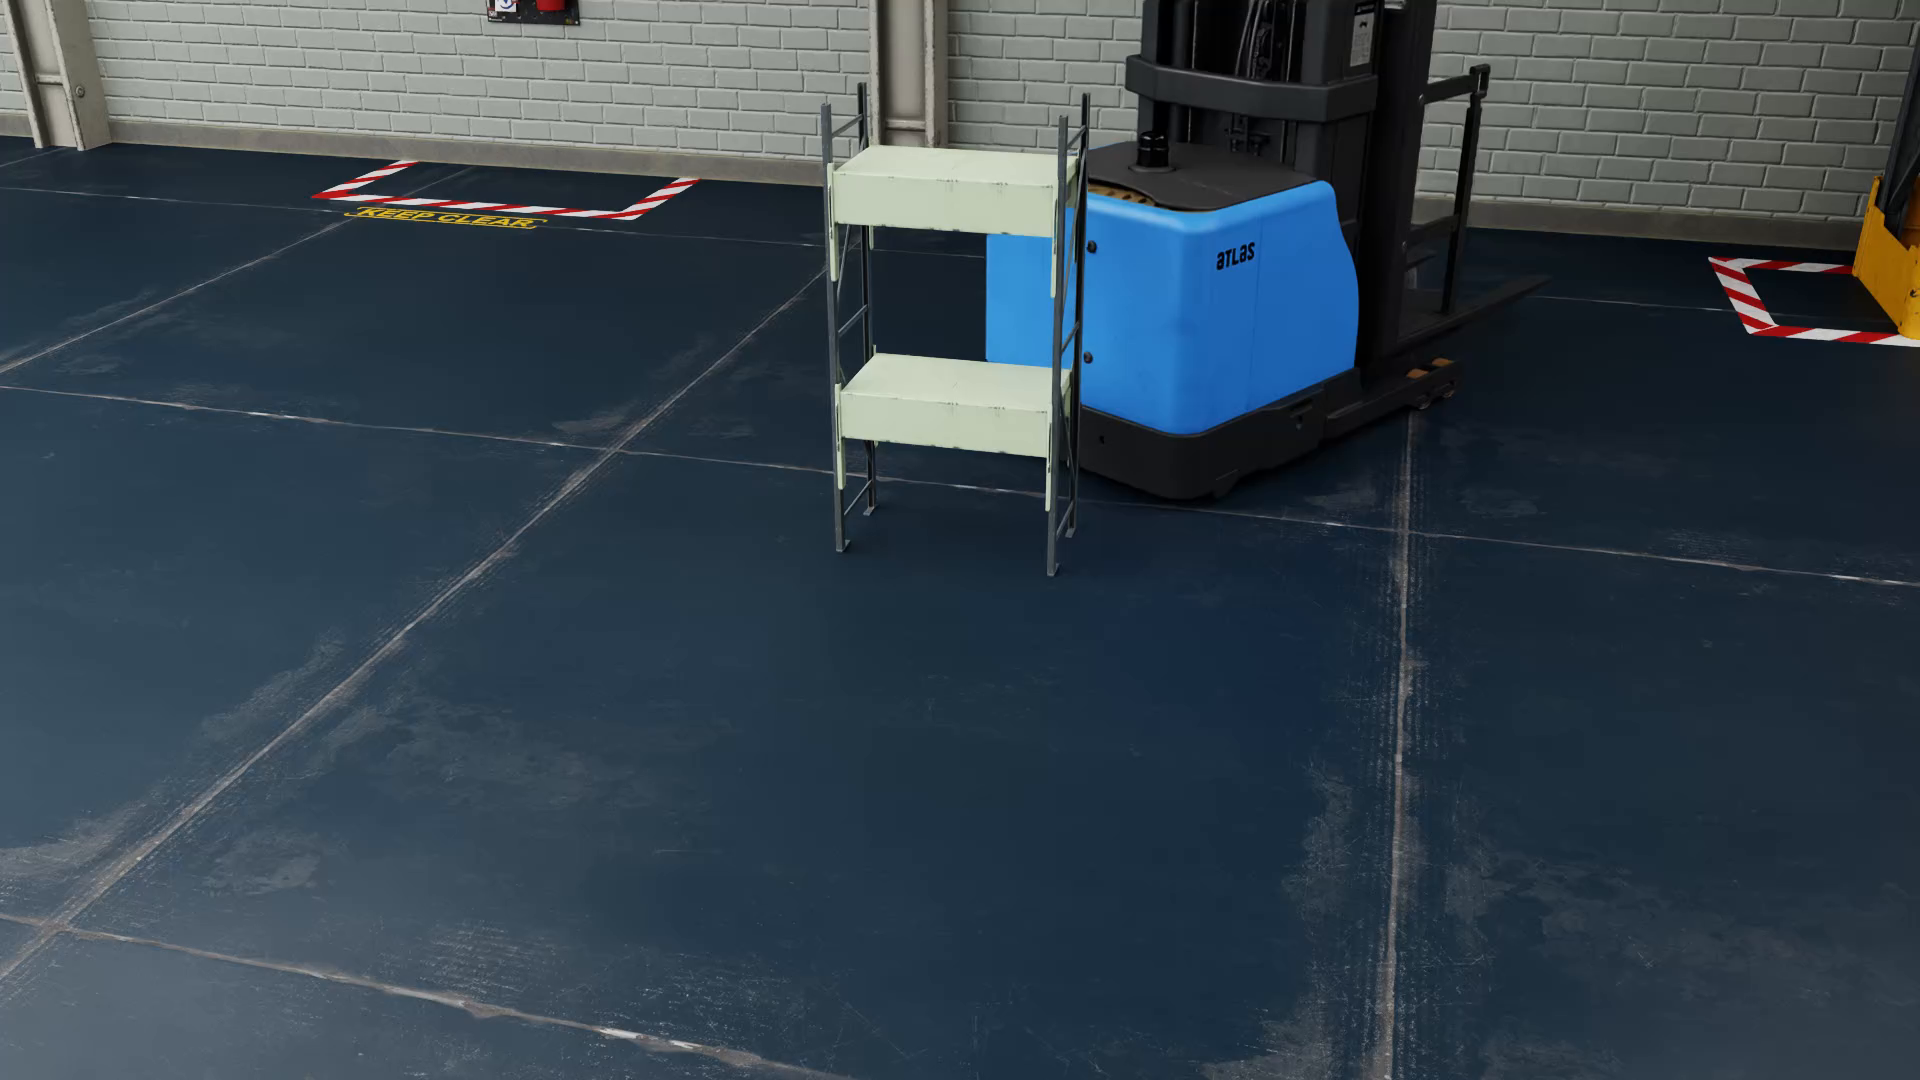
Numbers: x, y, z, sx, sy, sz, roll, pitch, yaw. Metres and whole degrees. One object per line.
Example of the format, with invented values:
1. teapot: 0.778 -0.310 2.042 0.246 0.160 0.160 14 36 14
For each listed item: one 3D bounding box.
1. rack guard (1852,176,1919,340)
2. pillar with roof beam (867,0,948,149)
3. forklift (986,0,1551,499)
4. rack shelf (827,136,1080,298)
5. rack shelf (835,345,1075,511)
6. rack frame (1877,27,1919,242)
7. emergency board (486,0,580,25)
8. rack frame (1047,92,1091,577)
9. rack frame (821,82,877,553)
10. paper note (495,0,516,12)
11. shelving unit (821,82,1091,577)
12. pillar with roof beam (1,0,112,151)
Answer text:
1. rack guard: 4.689 -1.382 8.072 0.348 0.500 1.175 6 26 13
2. pillar with roof beam: -1.375 -4.363 4.445 0.400 9.000 9.100 6 26 13
3. forklift: 1.480 -2.002 6.545 1.130 2.935 3.031 23 34 40
4. rack shelf: -0.006 -1.030 5.261 0.720 0.370 0.431 6 26 13
5. rack shelf: -0.006 -0.384 5.569 0.720 0.370 0.431 6 26 13
6. rack frame: 4.615 -2.519 7.551 0.127 3.000 1.000 6 26 13
7. emergency board: -2.686 -3.727 10.089 0.643 1.169 0.194 6 26 13
8. rack frame: 0.348 -0.639 5.347 0.023 1.500 0.400 6 26 13
9. rack frame: -0.361 -0.717 5.511 0.023 1.500 0.400 6 26 13
10. paper note: -2.841 -3.377 10.378 0.142 0.148 0.016 6 26 13
11. shelving unit: -0.006 -0.678 5.429 0.755 1.500 0.431 6 26 13
12. pillar with roof beam: -7.186 -5.005 5.795 0.400 9.000 9.100 6 26 13
